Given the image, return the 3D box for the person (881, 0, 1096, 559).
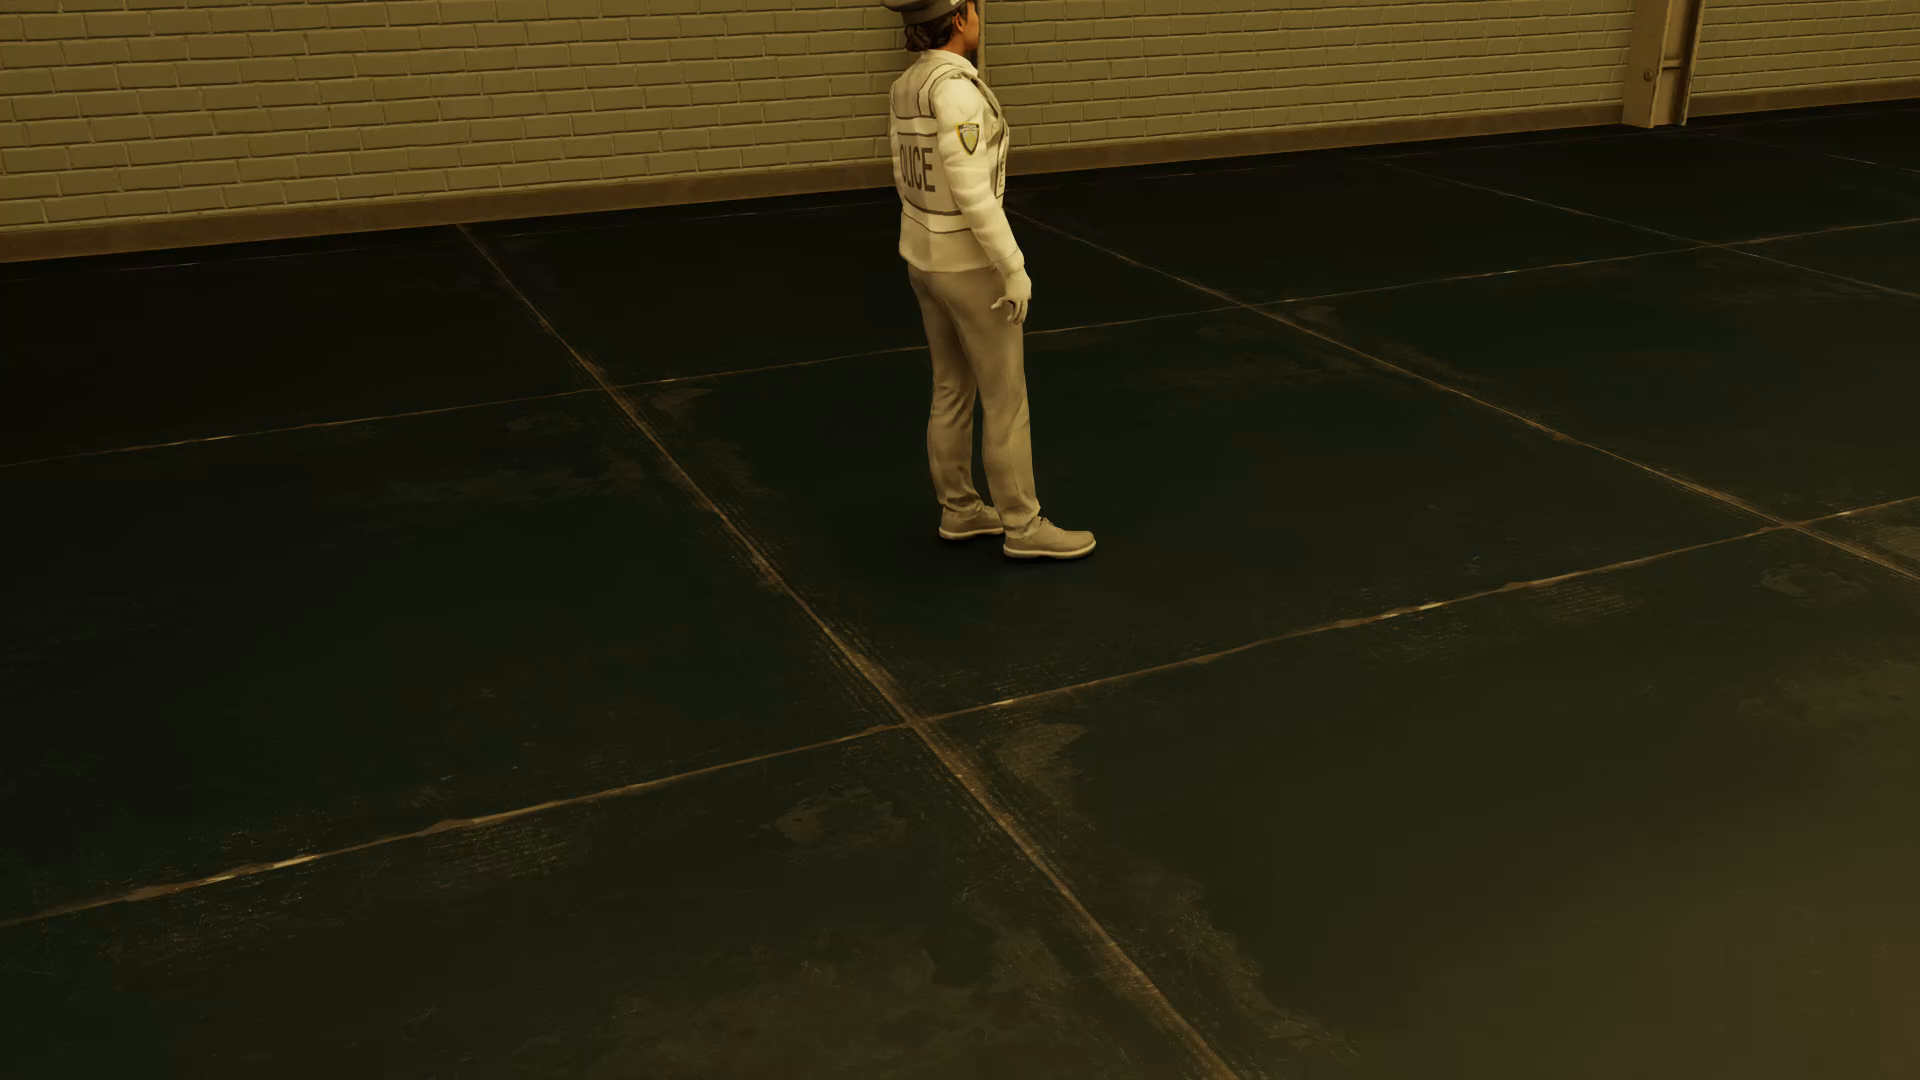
[{"bbox_3d":[0.065,-0.798,4.800,0.530,1.694,0.586,-10,25,-23],"label":"person"}]
